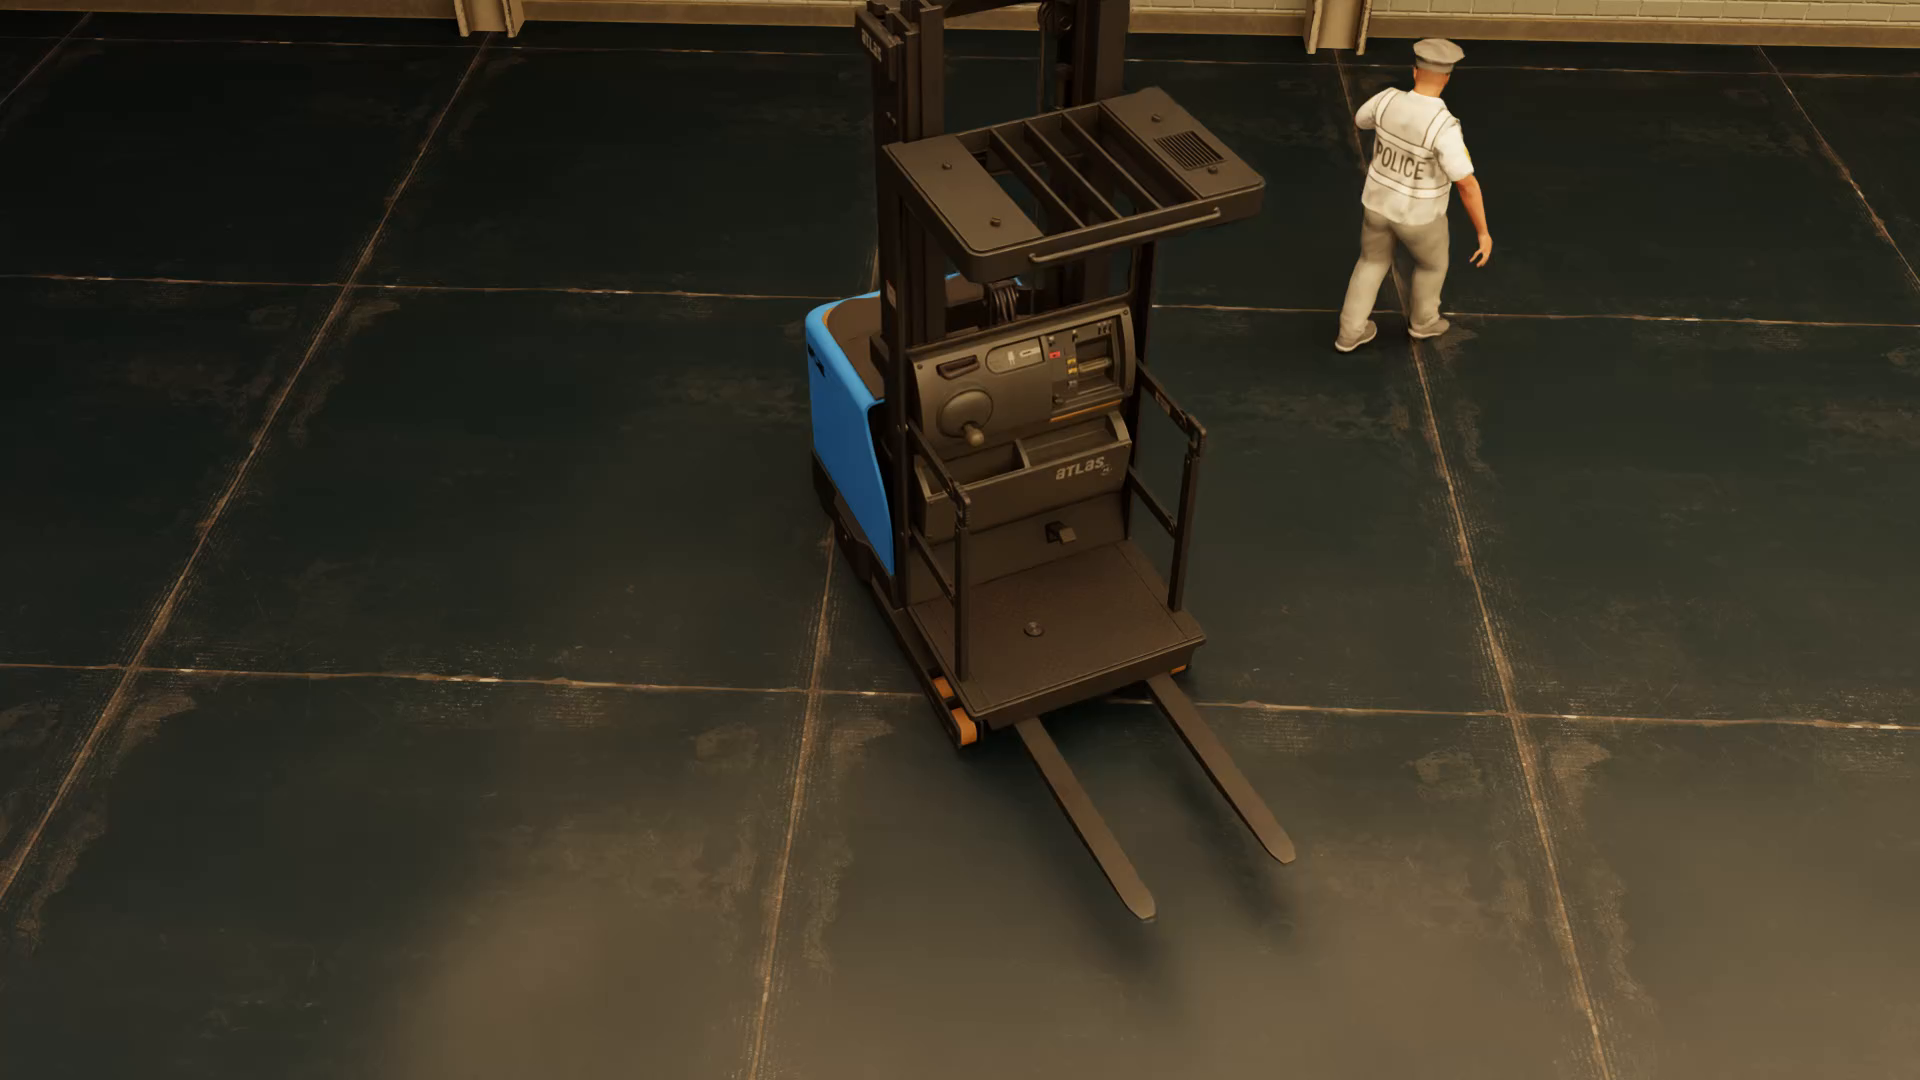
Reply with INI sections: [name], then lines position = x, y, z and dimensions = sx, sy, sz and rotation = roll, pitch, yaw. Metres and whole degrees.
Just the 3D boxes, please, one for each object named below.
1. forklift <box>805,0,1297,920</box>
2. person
[forklift]
position = 0.349, -0.555, 6.350
dimensions = 1.130, 2.935, 3.031
rotation = -17, 45, -18
[person]
position = 2.384, -1.738, 8.579
dimensions = 0.701, 1.756, 1.011
rotation = -33, 52, -31
